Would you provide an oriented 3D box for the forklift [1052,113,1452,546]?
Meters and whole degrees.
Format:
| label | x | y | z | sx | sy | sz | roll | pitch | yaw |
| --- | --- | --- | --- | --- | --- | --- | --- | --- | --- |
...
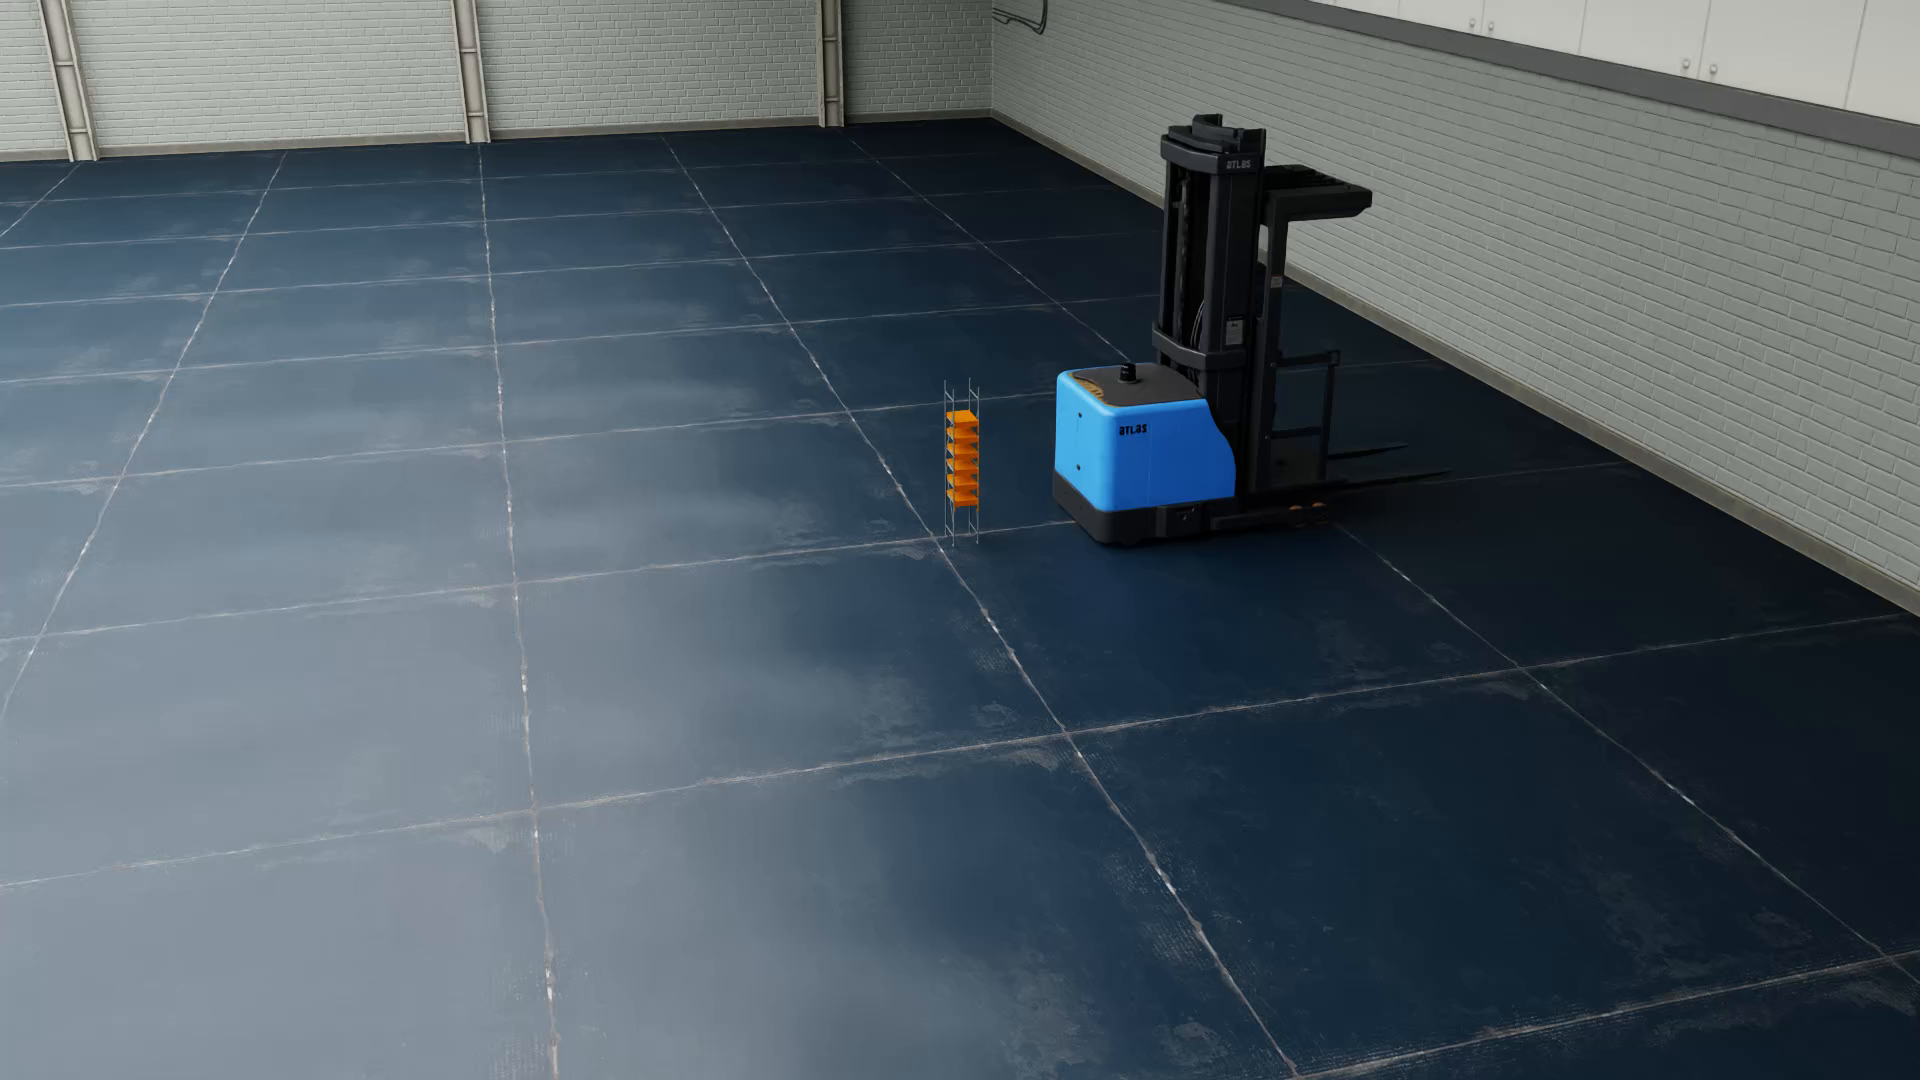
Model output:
| label | x | y | z | sx | sy | sz | roll | pitch | yaw |
| --- | --- | --- | --- | --- | --- | --- | --- | --- | --- |
| forklift | 2.289 | -1.627 | 12.325 | 3.031 | 2.935 | 1.130 | -7 | 24 | -16 |

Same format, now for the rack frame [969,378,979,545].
| label | x | y | z | sx | sy | sz | roll | pitch | yaw |
| --- | --- | --- | --- | --- | --- | --- | --- | --- | --- |
| rack frame | 0.102 | -0.563 | 12.040 | 0.006 | 1.200 | 0.240 | -6 | 24 | -14 |

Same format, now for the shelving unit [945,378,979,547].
| label | x | y | z | sx | sy | sz | roll | pitch | yaw |
| --- | --- | --- | --- | --- | --- | --- | --- | --- | --- |
| shelving unit | 0.014 | -0.553 | 12.017 | 0.189 | 1.200 | 0.258 | -6 | 24 | -14 |

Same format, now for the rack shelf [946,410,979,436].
| label | x | y | z | sx | sy | sz | roll | pitch | yaw |
| --- | --- | --- | --- | --- | --- | --- | --- | --- | --- |
| rack shelf | 0.014 | -0.843 | 11.893 | 0.180 | 0.103 | 0.258 | -6 | 24 | -14 |

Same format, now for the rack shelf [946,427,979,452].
| label | x | y | z | sx | sy | sz | roll | pitch | yaw |
| --- | --- | --- | --- | --- | --- | --- | --- | --- | --- |
| rack shelf | 0.014 | -0.733 | 11.940 | 0.180 | 0.103 | 0.258 | -6 | 24 | -14 |

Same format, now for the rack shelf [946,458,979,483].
| label | x | y | z | sx | sy | sz | roll | pitch | yaw |
| --- | --- | --- | --- | --- | --- | --- | --- | --- | --- |
| rack shelf | 0.014 | -0.512 | 12.035 | 0.180 | 0.103 | 0.258 | -6 | 24 | -14 |

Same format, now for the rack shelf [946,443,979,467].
| label | x | y | z | sx | sy | sz | roll | pitch | yaw |
| --- | --- | --- | --- | --- | --- | --- | --- | --- | --- |
| rack shelf | 0.014 | -0.622 | 11.987 | 0.180 | 0.103 | 0.258 | -6 | 24 | -14 |

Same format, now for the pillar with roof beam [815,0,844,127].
| label | x | y | z | sx | sy | sz | roll | pitch | yaw |
| --- | --- | --- | --- | --- | --- | --- | --- | --- | --- |
| pillar with roof beam | -1.096 | -9.793 | 23.661 | 0.400 | 9.000 | 9.100 | -6 | 24 | -14 |

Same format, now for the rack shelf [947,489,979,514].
| label | x | y | z | sx | sy | sz | roll | pitch | yaw |
| --- | --- | --- | --- | --- | --- | --- | --- | --- | --- |
| rack shelf | 0.014 | -0.292 | 12.129 | 0.180 | 0.103 | 0.258 | -6 | 24 | -14 |

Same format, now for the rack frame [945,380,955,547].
| label | x | y | z | sx | sy | sz | roll | pitch | yaw |
| --- | --- | --- | --- | --- | --- | --- | --- | --- | --- |
| rack frame | -0.074 | -0.543 | 11.994 | 0.006 | 1.200 | 0.240 | -6 | 24 | -14 |

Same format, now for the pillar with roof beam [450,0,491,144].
| label | x | y | z | sx | sy | sz | roll | pitch | yaw |
| --- | --- | --- | --- | --- | --- | --- | --- | --- | --- |
| pillar with roof beam | -6.873 | -9.154 | 22.171 | 0.400 | 9.000 | 9.100 | -6 | 24 | -14 |

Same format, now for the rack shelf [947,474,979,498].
| label | x | y | z | sx | sy | sz | roll | pitch | yaw |
| --- | --- | --- | --- | --- | --- | --- | --- | --- | --- |
| rack shelf | 0.014 | -0.402 | 12.082 | 0.180 | 0.103 | 0.258 | -6 | 24 | -14 |

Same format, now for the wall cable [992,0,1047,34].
| label | x | y | z | sx | sy | sz | roll | pitch | yaw |
| --- | --- | --- | --- | --- | --- | --- | --- | --- | --- |
| wall cable | 0.934 | -9.812 | 27.643 | 0.112 | 2.526 | 3.097 | -6 | 24 | -14 |

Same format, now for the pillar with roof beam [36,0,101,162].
| label | x | y | z | sx | sy | sz | roll | pitch | yaw |
| --- | --- | --- | --- | --- | --- | --- | --- | --- | --- |
| pillar with roof beam | -12.650 | -8.515 | 20.682 | 0.400 | 9.000 | 9.100 | -6 | 24 | -14 |
